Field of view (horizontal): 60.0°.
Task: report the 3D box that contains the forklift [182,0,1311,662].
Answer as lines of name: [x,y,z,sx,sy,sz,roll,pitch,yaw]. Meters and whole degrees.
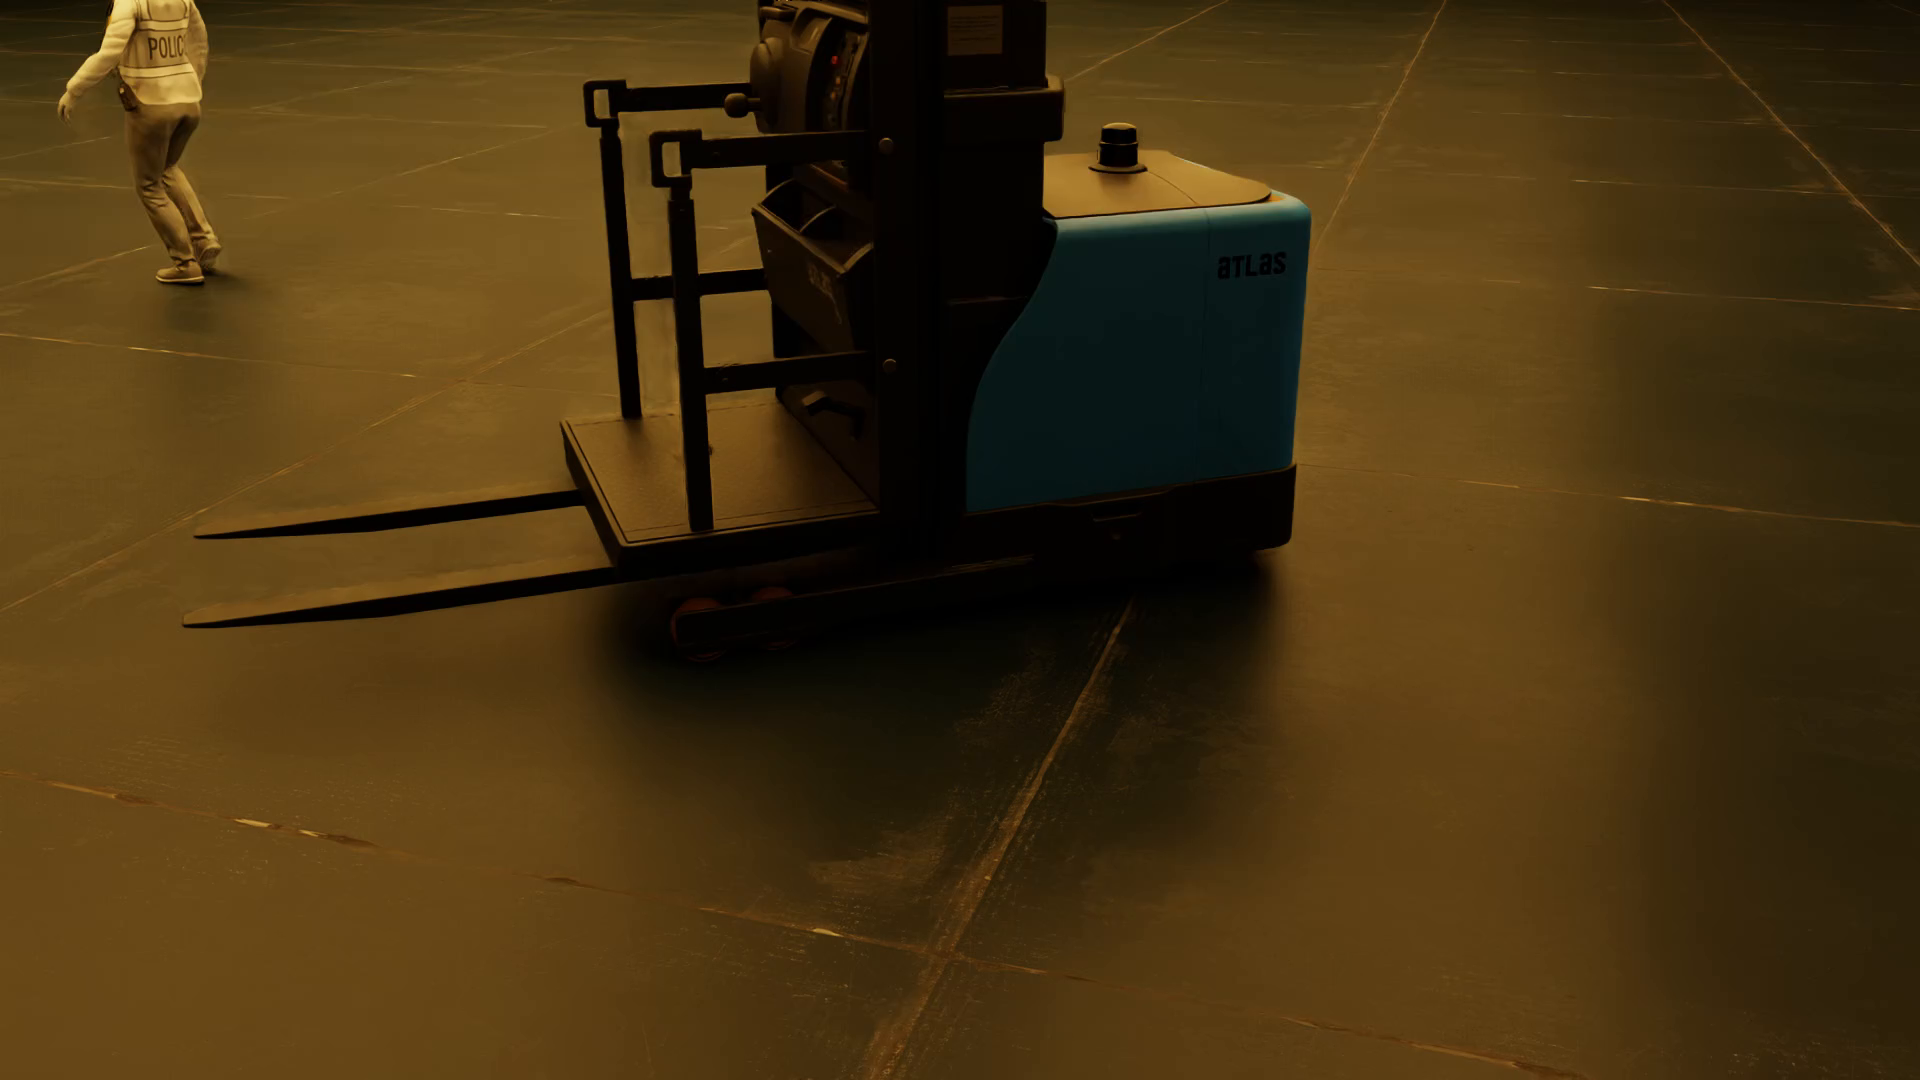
forklift: [-0.587,-1.263,4.338,3.031,2.935,1.130,-8,24,-19]

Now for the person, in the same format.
person: [-3.864,-2.025,7.918,0.443,1.672,0.781,9,24,21]
